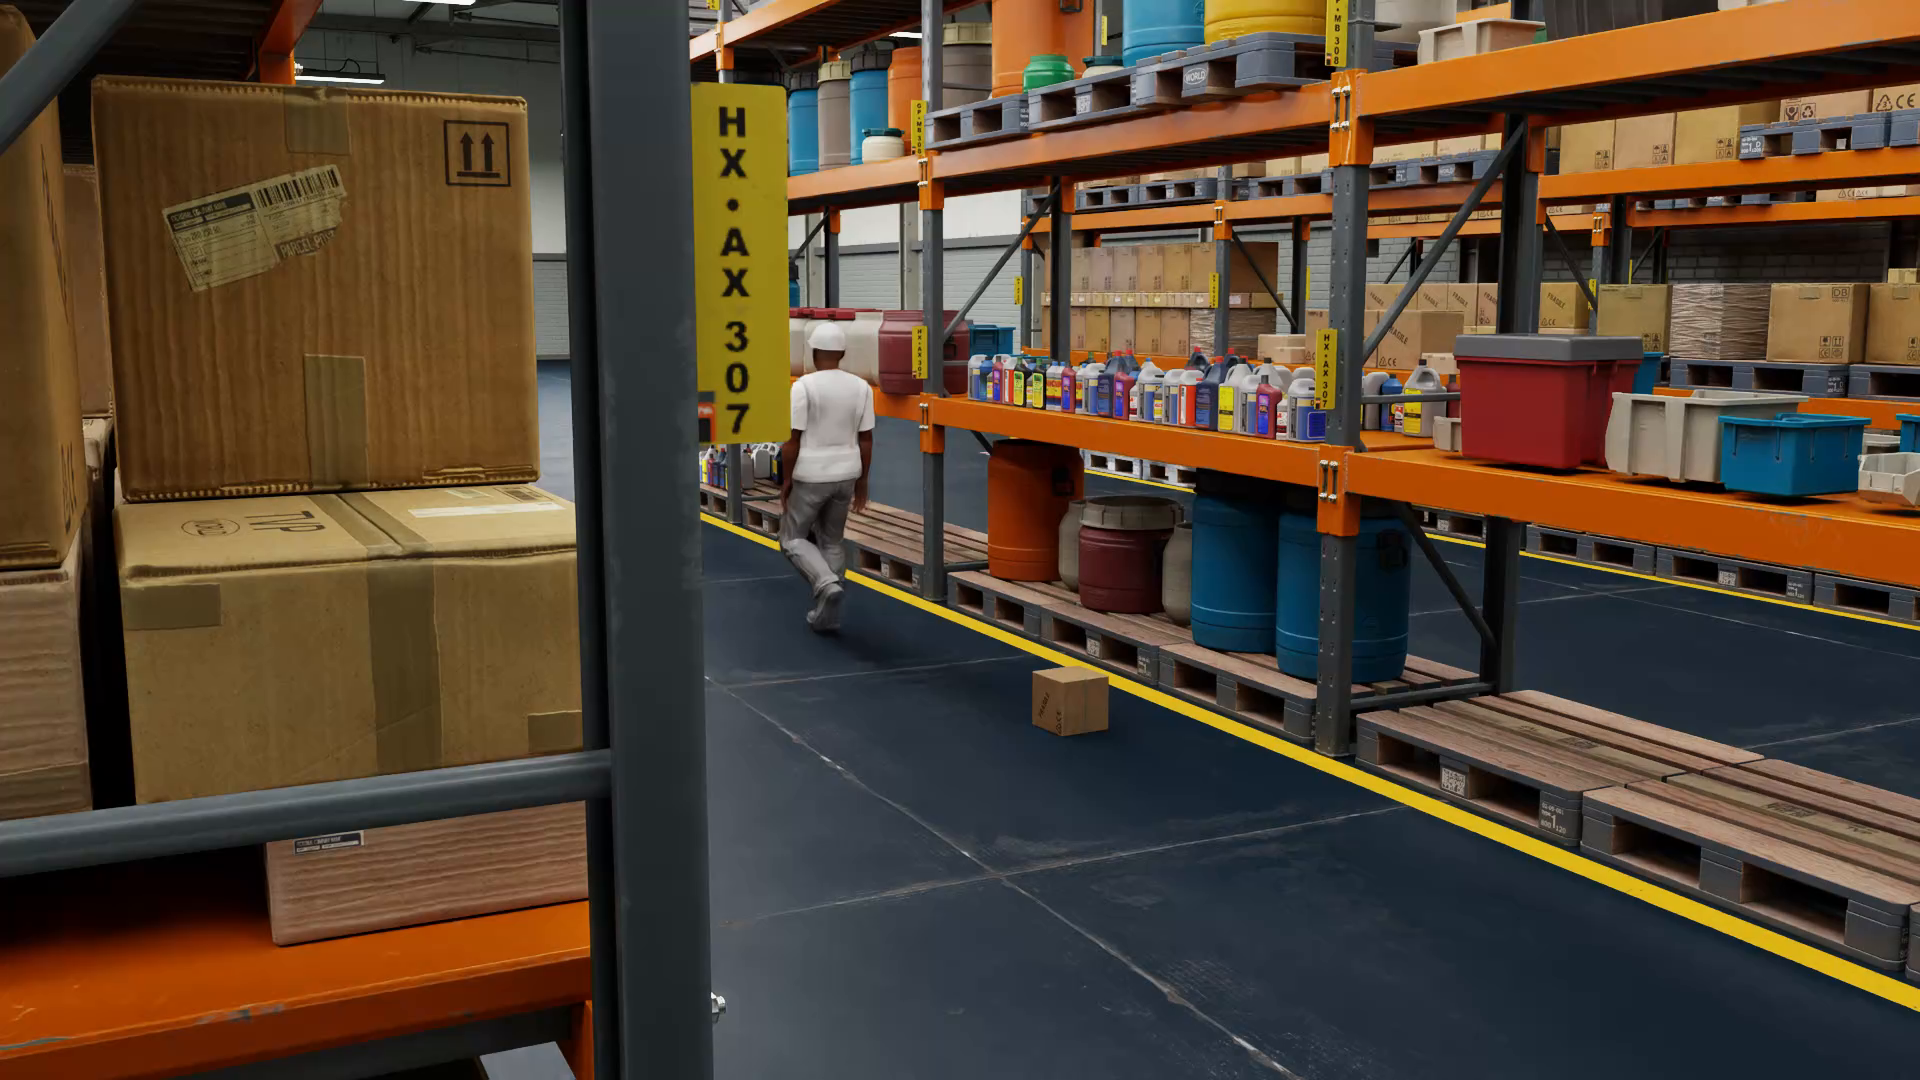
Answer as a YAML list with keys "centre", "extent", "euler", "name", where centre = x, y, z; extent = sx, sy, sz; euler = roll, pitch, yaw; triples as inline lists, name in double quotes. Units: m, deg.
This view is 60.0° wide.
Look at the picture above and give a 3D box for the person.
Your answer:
- centre: [-0.754, -0.347, 9.423]
  extent: [0.571, 1.755, 0.602]
  euler: [-6, 10, -33]
  name: "person"
